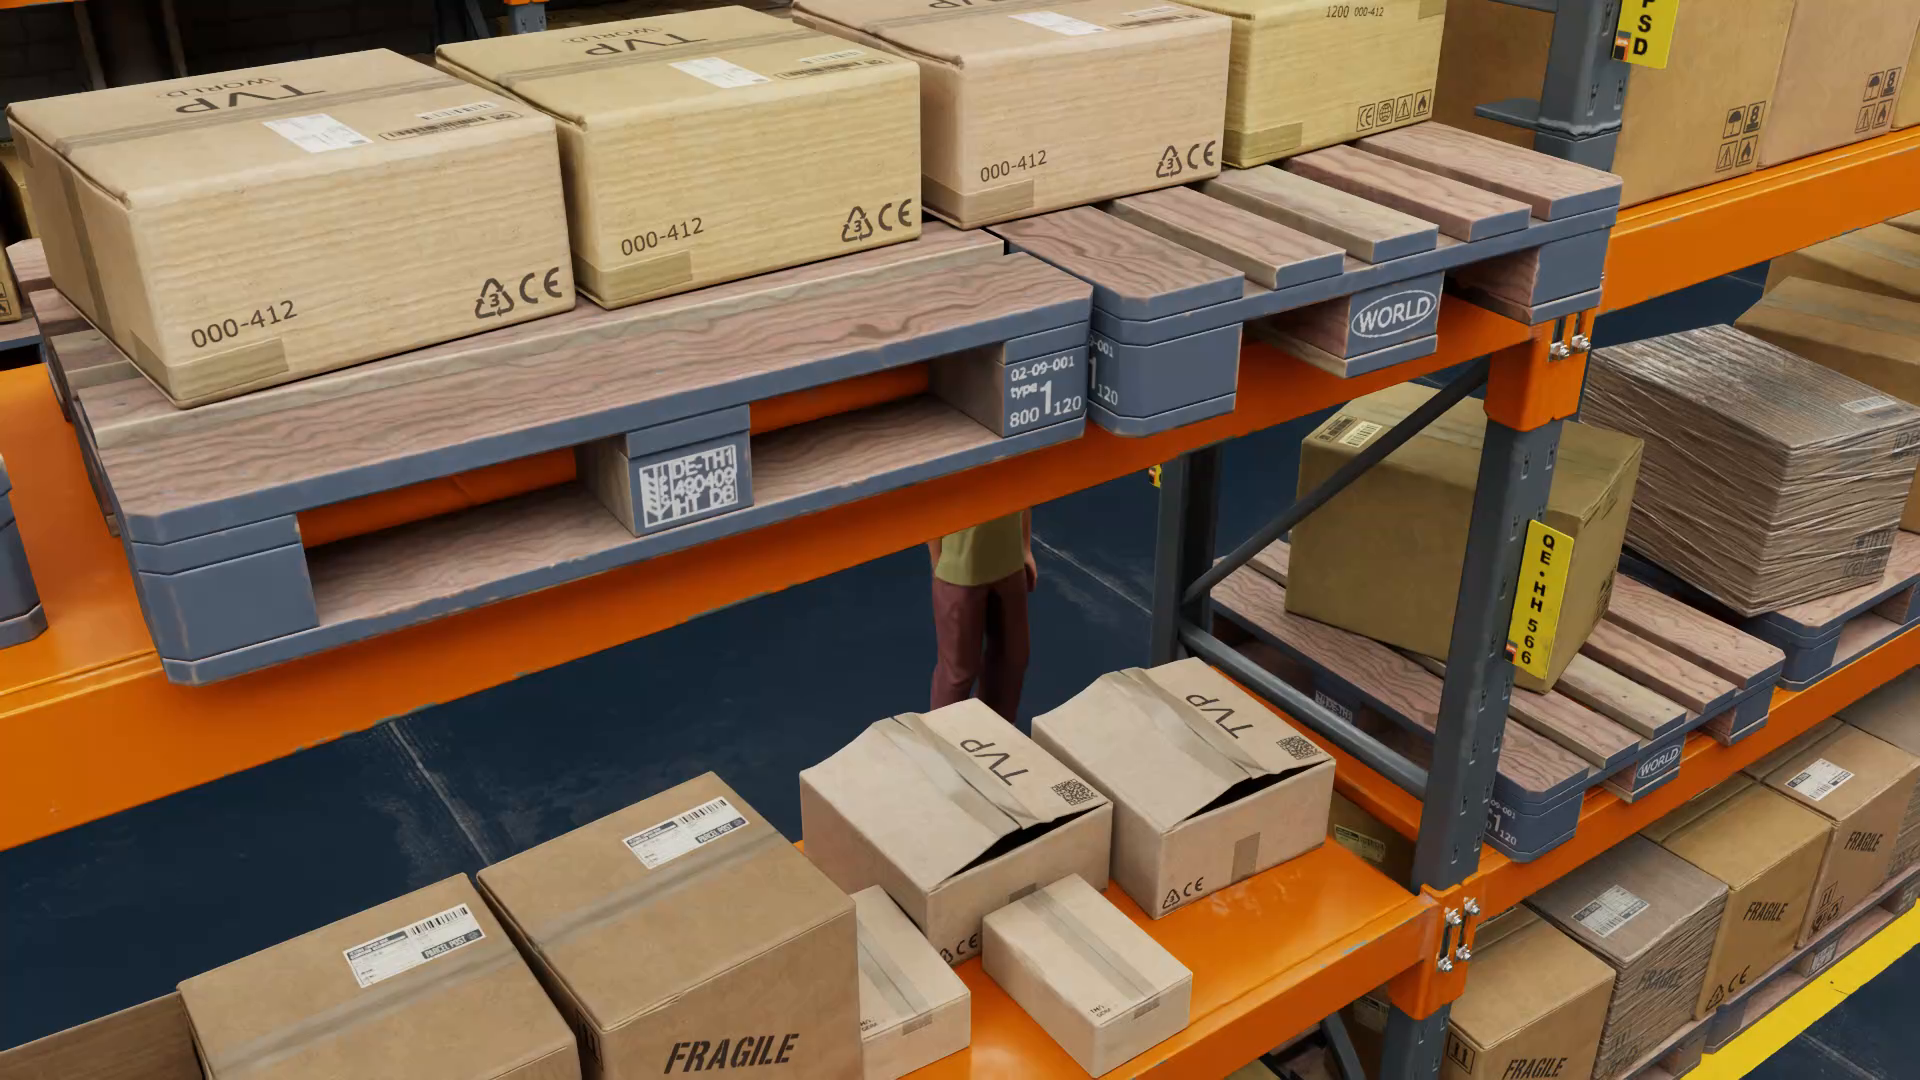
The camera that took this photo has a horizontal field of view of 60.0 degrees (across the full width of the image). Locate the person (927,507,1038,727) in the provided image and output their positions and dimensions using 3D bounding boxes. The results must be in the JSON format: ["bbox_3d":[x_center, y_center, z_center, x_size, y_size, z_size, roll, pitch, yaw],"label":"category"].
[{"bbox_3d":[0.073,0.098,5.958,0.447,1.670,0.359,-18,34,-30],"label":"person"}]
